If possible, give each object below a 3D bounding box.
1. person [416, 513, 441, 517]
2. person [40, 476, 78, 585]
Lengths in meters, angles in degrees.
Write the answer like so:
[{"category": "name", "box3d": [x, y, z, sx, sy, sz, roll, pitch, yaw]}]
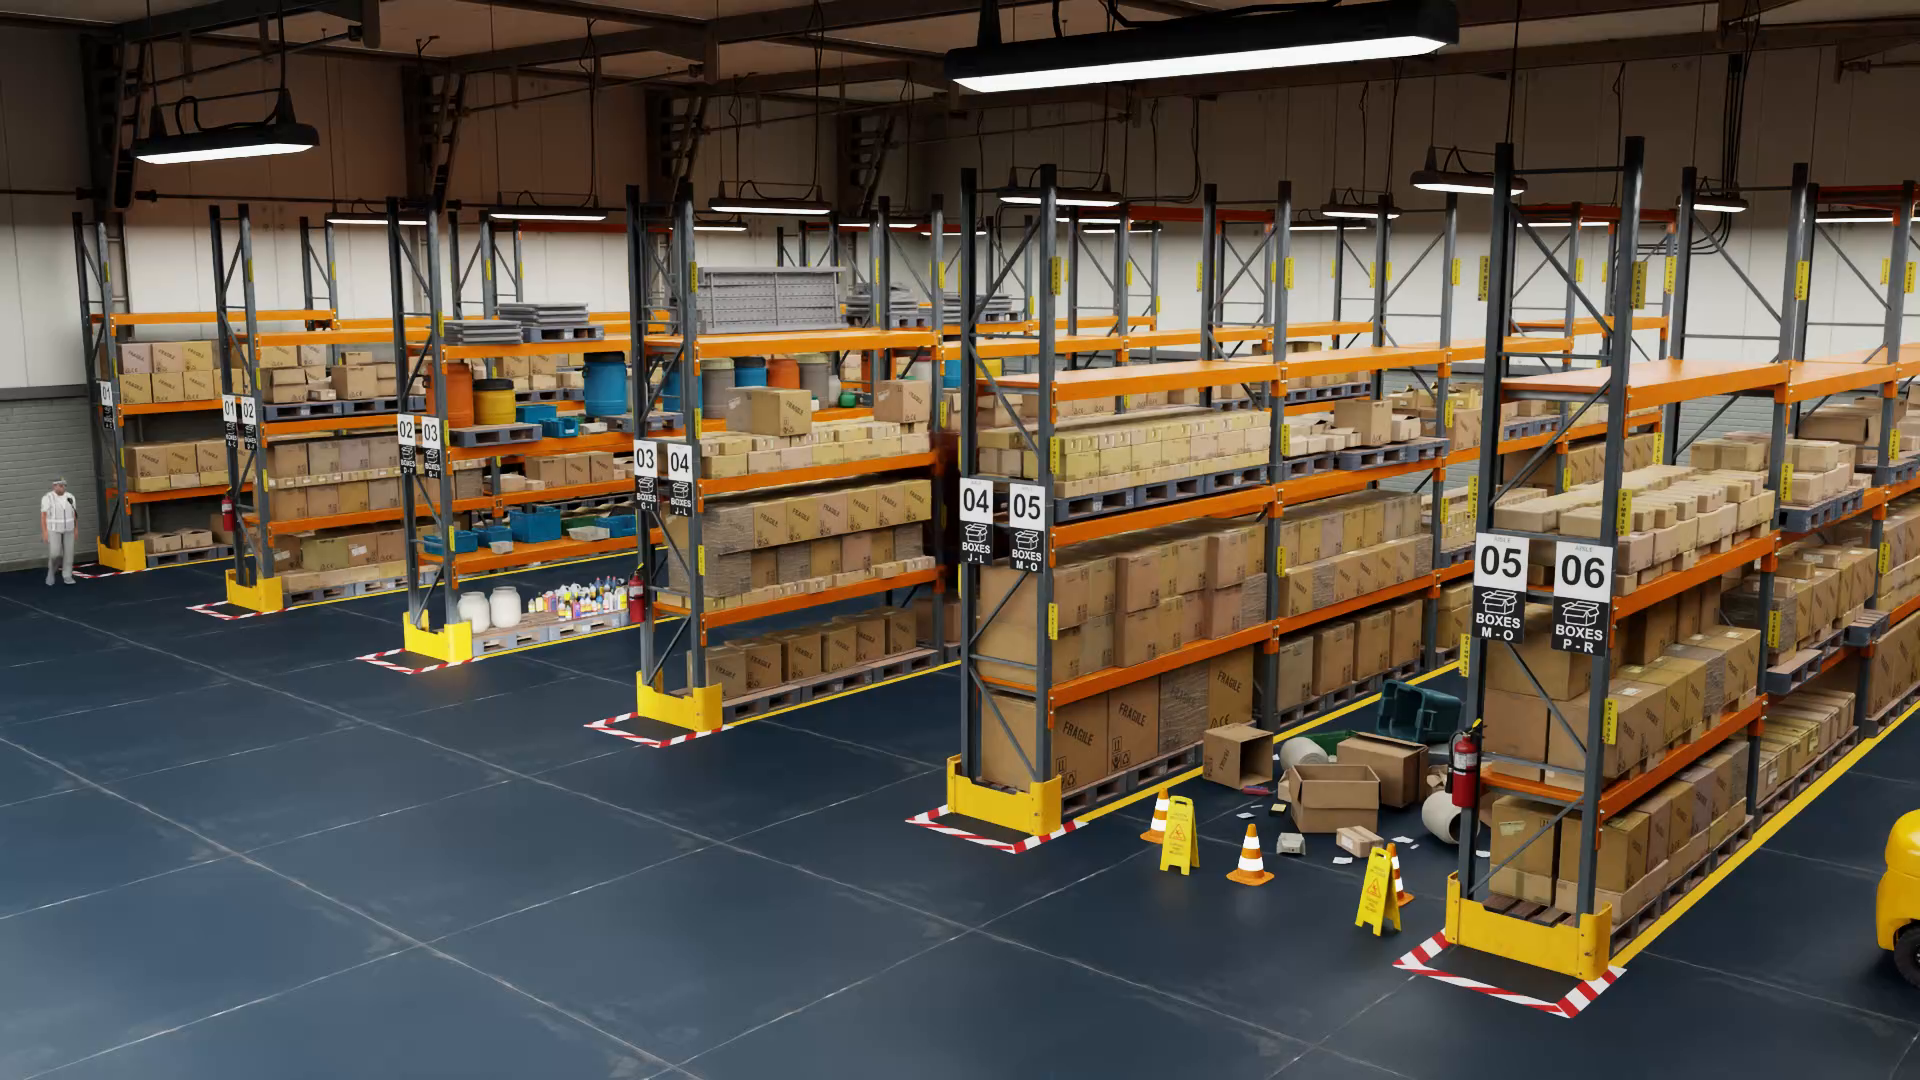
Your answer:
[{"category": "person", "box3d": [-9.708, -0.628, 30.282, 0.523, 1.624, 0.772, 3, 10, 18]}, {"category": "person", "box3d": [-14.523, -0.153, 26.824, 0.471, 1.755, 0.570, 7, 12, 37]}]
